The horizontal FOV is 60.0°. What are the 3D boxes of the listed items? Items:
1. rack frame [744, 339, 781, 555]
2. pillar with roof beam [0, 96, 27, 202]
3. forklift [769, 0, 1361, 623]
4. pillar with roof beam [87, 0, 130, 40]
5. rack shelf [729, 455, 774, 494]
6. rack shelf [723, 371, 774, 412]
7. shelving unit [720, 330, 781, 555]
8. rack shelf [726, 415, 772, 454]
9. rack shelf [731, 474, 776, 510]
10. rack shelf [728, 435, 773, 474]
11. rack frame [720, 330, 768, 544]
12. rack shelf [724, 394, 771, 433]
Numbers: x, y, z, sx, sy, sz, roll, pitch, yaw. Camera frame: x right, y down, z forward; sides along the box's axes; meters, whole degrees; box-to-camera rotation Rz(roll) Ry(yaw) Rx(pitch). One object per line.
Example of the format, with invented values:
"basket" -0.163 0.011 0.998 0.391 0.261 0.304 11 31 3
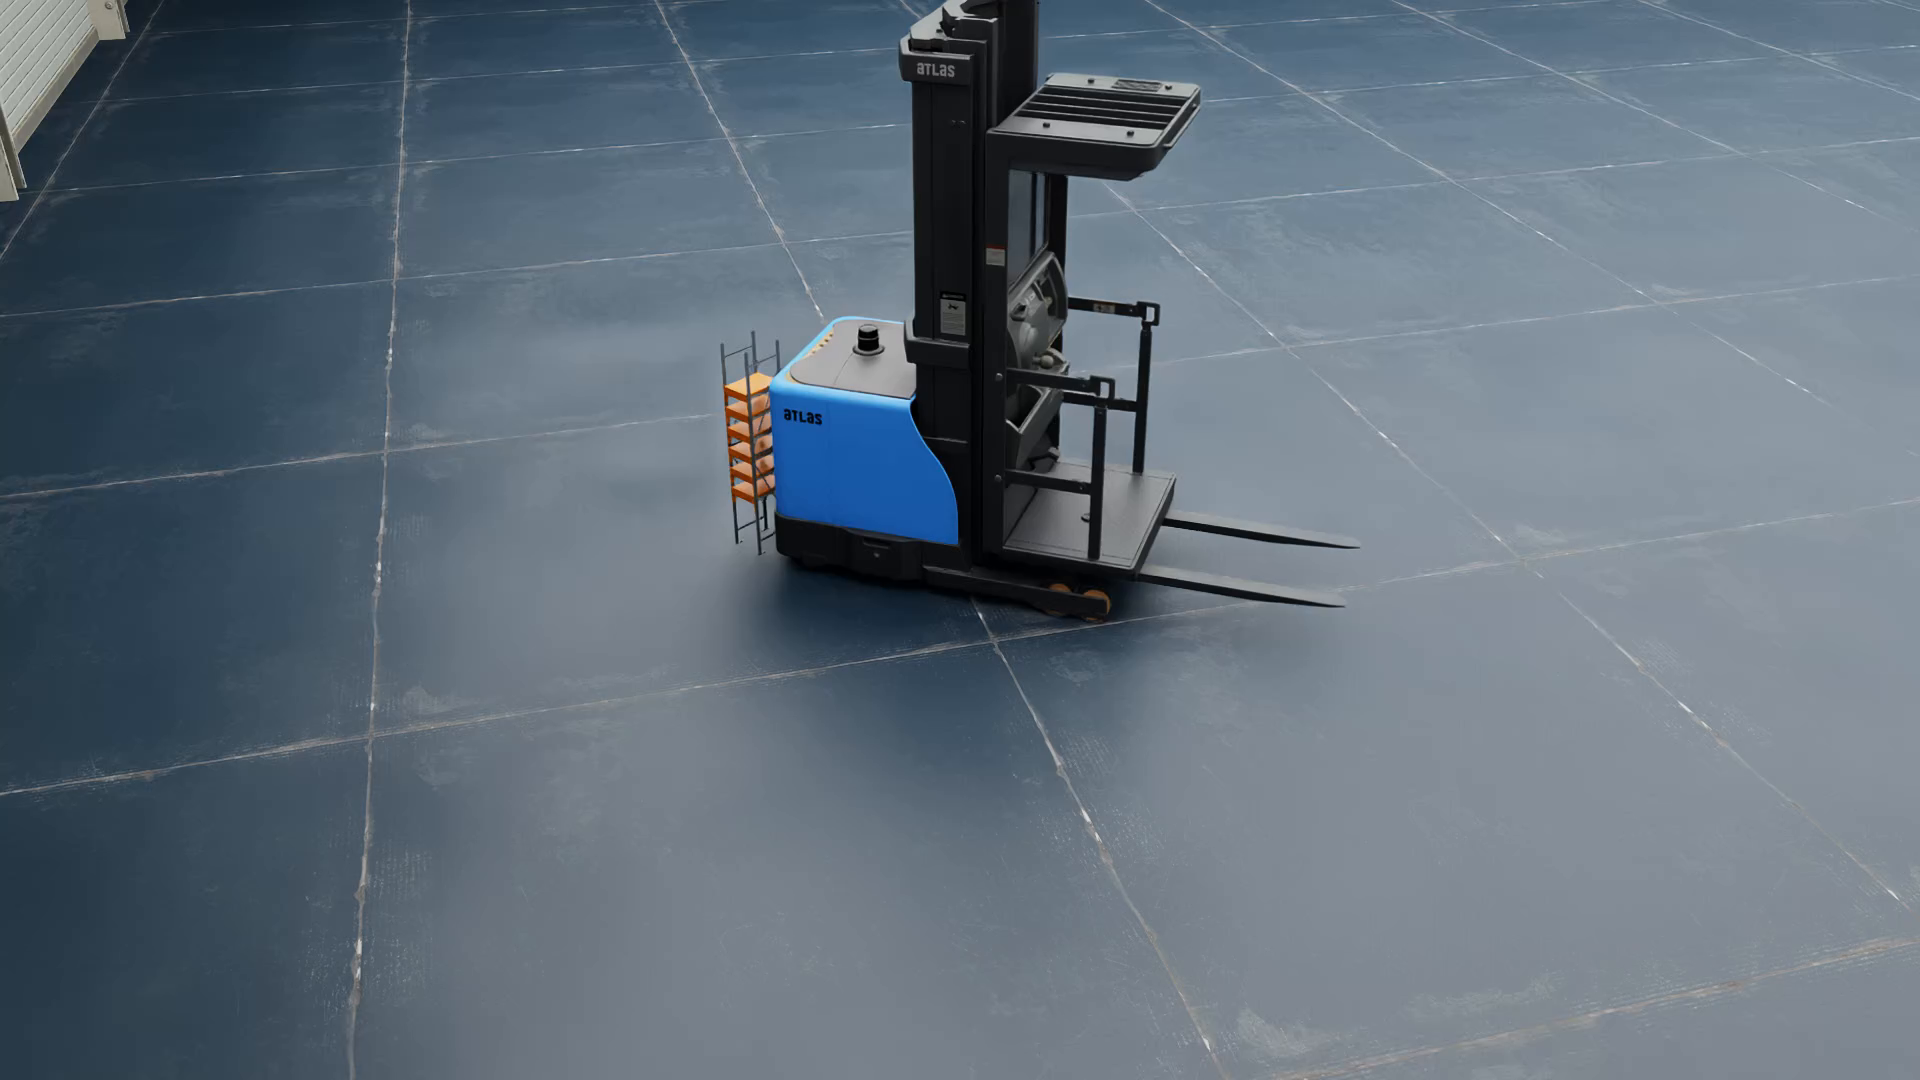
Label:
"rack frame" -1.024 -0.481 8.884 0.006 1.200 0.240 23 37 34
"pillar with roof beam" -4.154 -7.463 13.161 9.100 9.000 0.400 -8 31 -13
"forklift" 0.578 -1.144 8.300 3.031 2.935 1.130 9 31 16
"pillar with roof beam" -5.747 -10.361 18.168 9.100 9.000 0.400 -8 31 -13
"rack shelf" -1.093 -0.369 9.018 0.180 0.103 0.258 23 37 34
"rack shelf" -1.093 -0.784 8.777 0.180 0.103 0.258 23 37 34
"shelving unit" -1.093 -0.511 8.935 0.189 1.200 0.258 23 37 34
"rack shelf" -1.093 -0.577 8.898 0.180 0.103 0.258 23 37 34
"rack shelf" -1.093 -0.265 9.078 0.180 0.103 0.258 23 37 34
"rack shelf" -1.093 -0.473 8.958 0.180 0.103 0.258 23 37 34
"rack frame" -1.163 -0.541 8.987 0.006 1.200 0.240 23 37 34
"rack shelf" -1.093 -0.680 8.838 0.180 0.103 0.258 23 37 34
